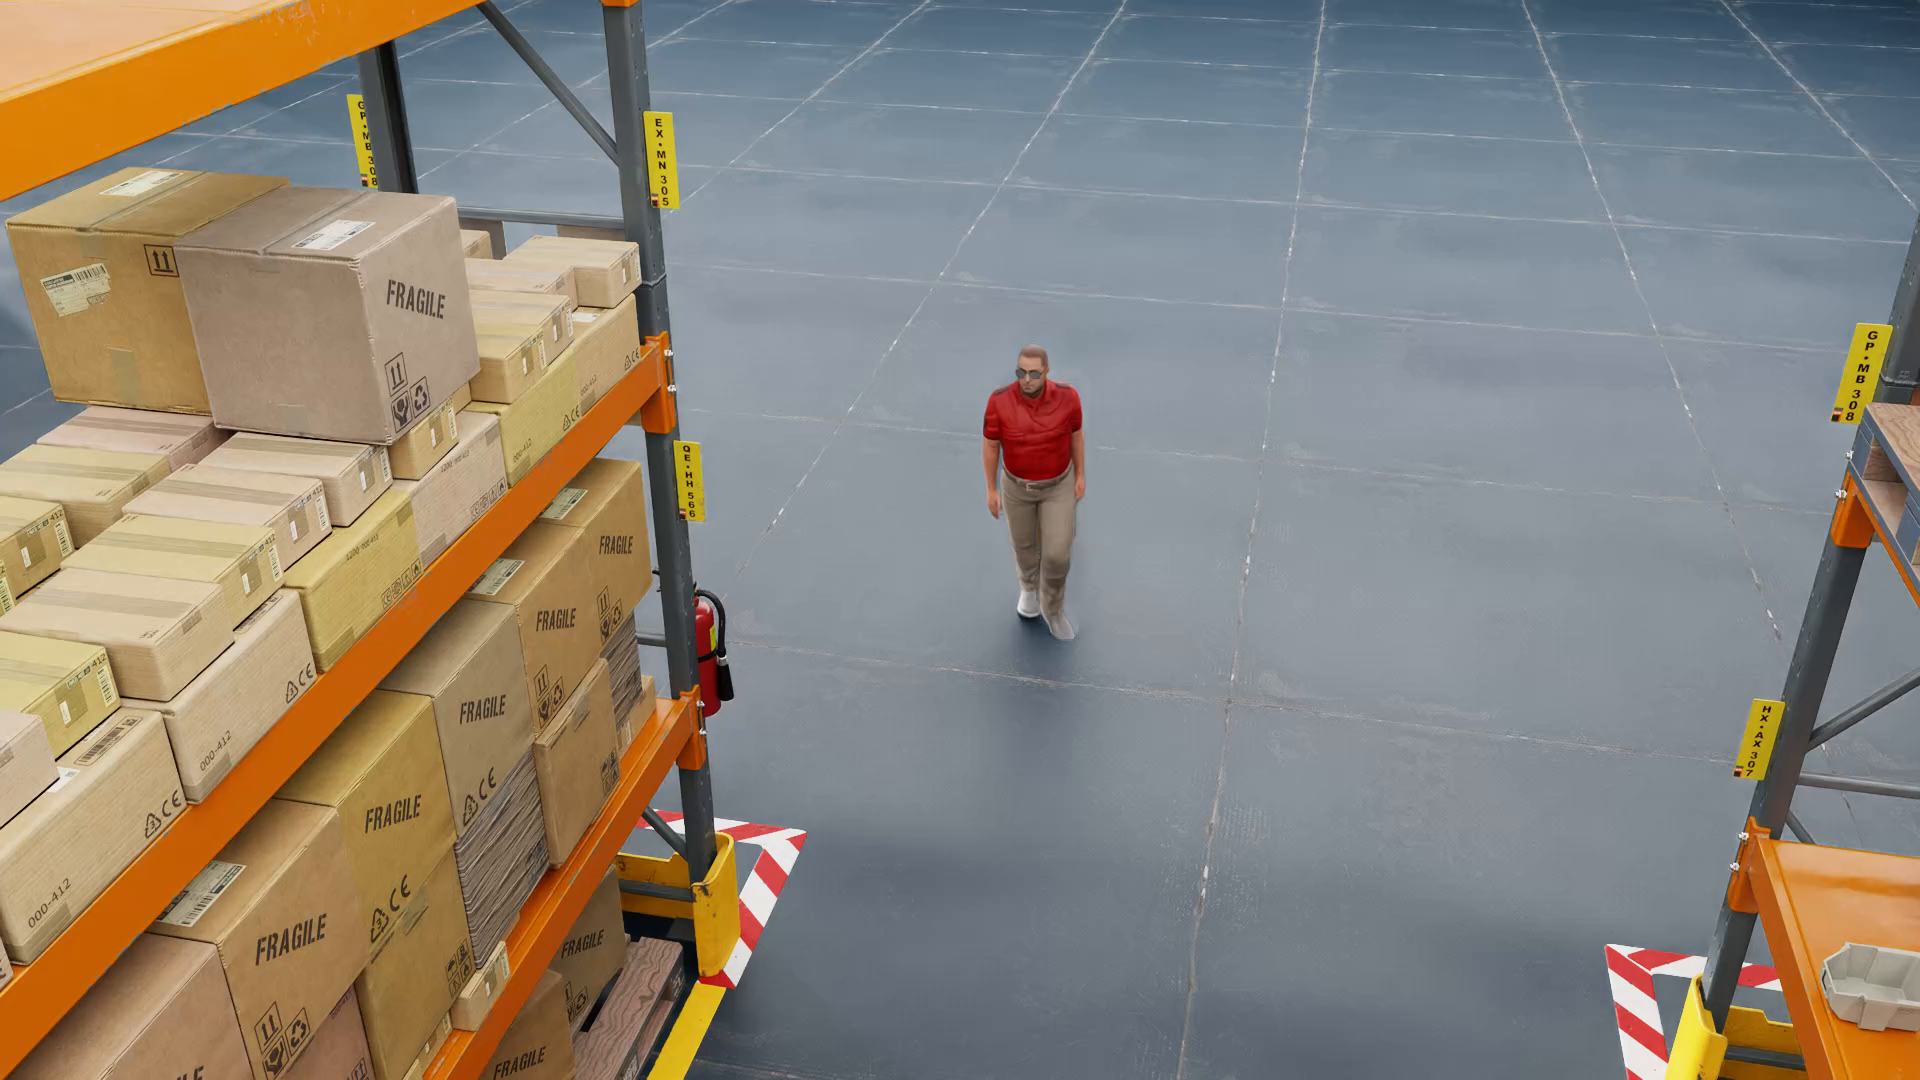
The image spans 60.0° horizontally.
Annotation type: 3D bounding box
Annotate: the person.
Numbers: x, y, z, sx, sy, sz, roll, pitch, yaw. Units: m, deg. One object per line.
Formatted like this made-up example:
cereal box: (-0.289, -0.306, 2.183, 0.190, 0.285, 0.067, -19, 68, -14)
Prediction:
person: (0.412, -0.286, 9.218, 0.568, 1.788, 0.509, 3, 29, 5)
